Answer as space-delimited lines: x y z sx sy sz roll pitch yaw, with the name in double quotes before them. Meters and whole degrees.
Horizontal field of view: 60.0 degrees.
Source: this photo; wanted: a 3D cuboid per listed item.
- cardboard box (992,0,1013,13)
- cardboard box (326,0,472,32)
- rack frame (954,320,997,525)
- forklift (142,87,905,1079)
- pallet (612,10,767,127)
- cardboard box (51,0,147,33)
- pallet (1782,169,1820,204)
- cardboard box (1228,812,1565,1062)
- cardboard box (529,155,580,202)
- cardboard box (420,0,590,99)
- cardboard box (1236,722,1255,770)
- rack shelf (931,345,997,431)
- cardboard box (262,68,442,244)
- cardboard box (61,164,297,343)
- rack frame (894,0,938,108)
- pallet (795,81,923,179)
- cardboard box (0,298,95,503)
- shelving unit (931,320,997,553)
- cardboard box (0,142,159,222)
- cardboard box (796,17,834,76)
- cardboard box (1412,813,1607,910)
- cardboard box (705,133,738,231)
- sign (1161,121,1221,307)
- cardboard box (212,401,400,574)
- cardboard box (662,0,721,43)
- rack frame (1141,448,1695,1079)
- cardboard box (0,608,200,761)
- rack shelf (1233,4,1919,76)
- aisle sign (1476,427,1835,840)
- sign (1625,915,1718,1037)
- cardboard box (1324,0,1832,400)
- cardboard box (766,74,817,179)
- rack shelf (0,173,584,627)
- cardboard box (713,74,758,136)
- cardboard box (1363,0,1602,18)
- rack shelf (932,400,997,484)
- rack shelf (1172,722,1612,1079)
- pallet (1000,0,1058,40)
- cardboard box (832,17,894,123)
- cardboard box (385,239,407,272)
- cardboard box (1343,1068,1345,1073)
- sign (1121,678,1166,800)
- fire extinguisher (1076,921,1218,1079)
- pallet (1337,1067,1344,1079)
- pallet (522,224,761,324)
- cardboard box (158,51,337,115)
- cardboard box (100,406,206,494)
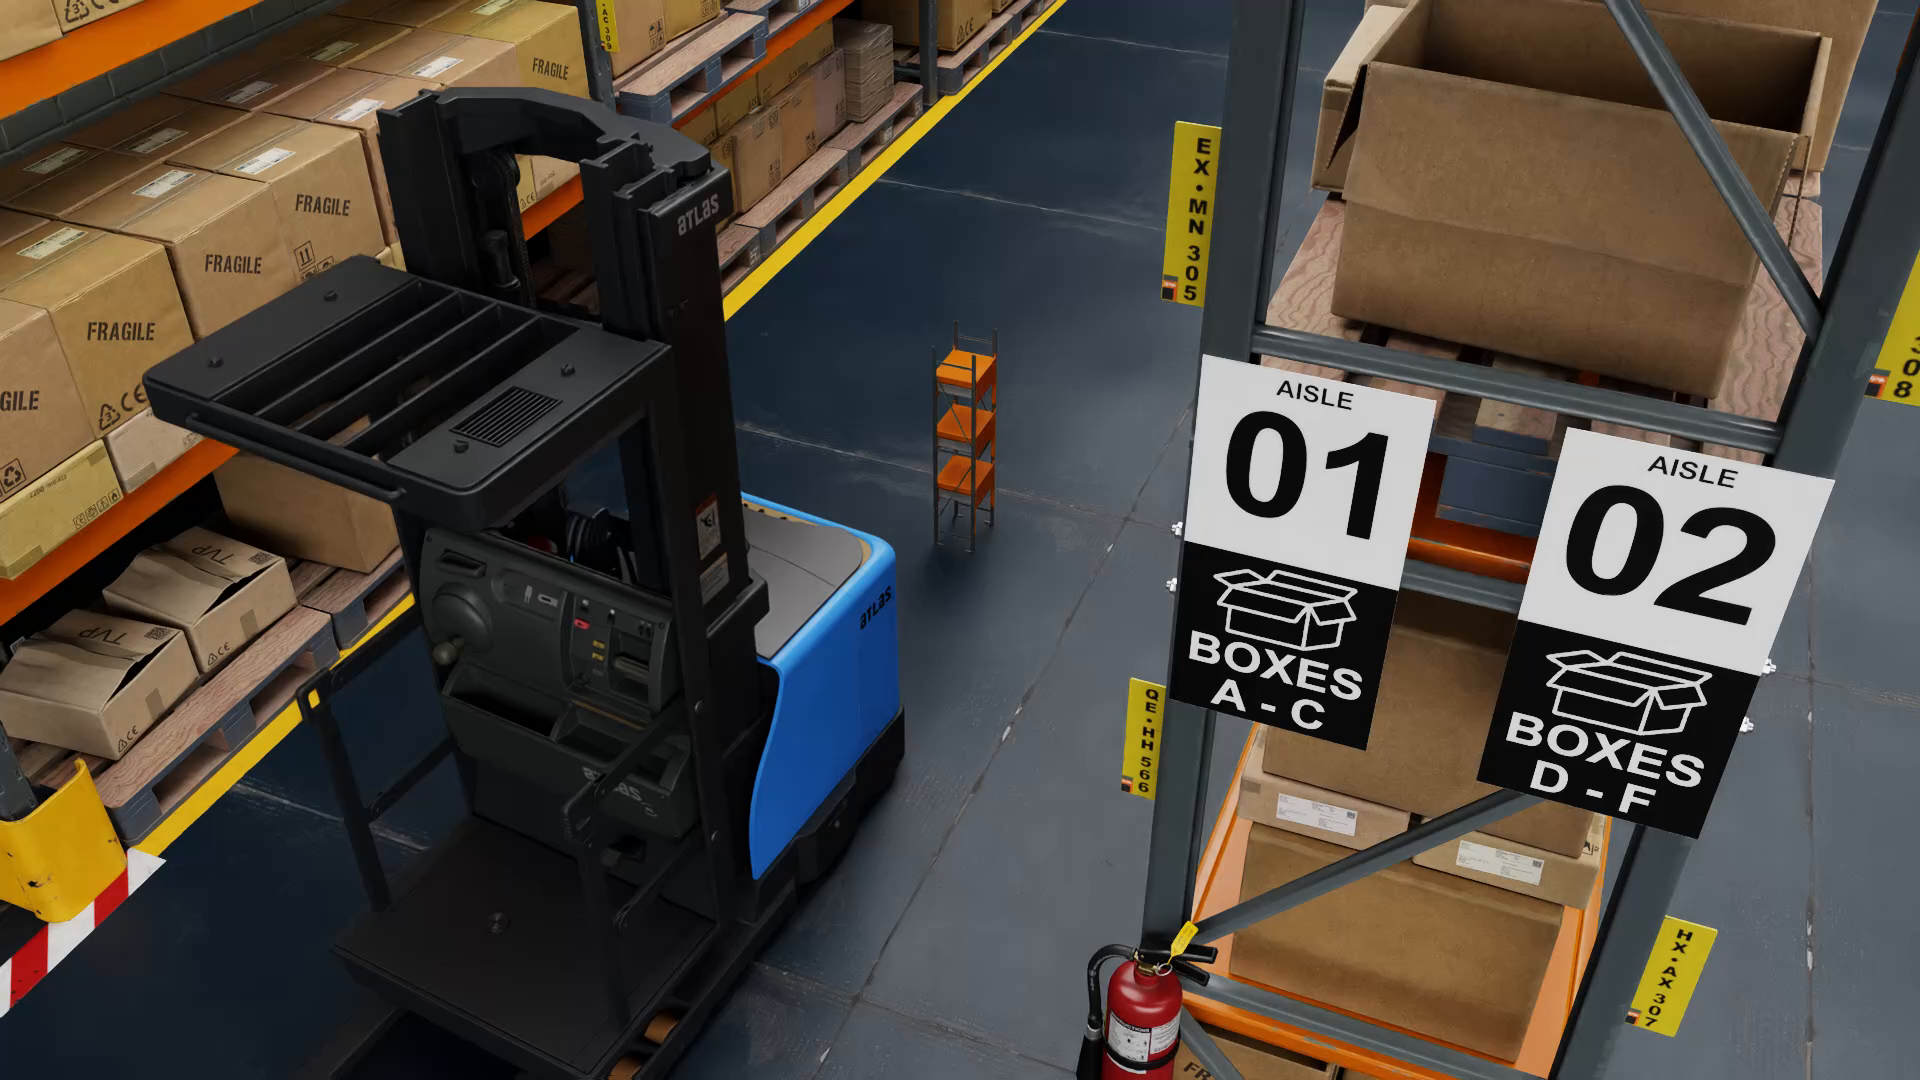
"cardboard box" 0.096 -4.608 12.854 0.750 0.750 0.750 14 39 18
"cardboard box" -2.539 -2.261 7.752 0.500 0.500 0.500 13 39 17
"rack frame" 0.067 -0.518 7.566 0.200 1.050 0.008 14 39 18
"forklift" -1.359 0.331 4.859 1.130 2.935 3.031 18 40 22
"pallet" -1.741 -2.538 8.801 1.003 0.211 1.213 14 39 18
"cardboard box" -2.899 -1.966 5.269 0.500 0.500 0.500 16 40 20
"pallet" 1.650 -1.114 4.303 1.003 0.211 1.213 14 39 18
"cardboard box" 1.083 0.820 4.064 0.700 0.500 0.500 14 39 18
"cardboard box" -2.067 -1.842 7.817 0.500 0.250 0.500 14 39 18
"cardboard box" -2.061 -2.141 7.592 0.500 0.500 0.500 14 39 18
"cardboard box" 1.190 0.827 5.458 0.500 0.500 0.500 14 39 18
"rack shelf" 0.020 -0.669 7.312 0.215 0.259 0.240 14 39 18
"cardboard box" -2.447 -1.587 6.850 0.500 0.500 0.500 13 39 16
"cardboard box" -2.829 -1.011 6.079 0.500 0.500 0.500 13 39 16
"rack frame" -0.645 -4.440 11.185 1.000 3.000 0.127 14 39 18
"pallet" -0.943 -2.891 11.441 1.003 0.211 1.213 14 39 18
"cardboard box" -3.229 -0.455 5.335 0.500 0.500 0.500 14 39 18
"shelving unit" 0.020 -0.450 7.475 0.215 1.050 0.252 14 39 18
"cardboard box" -3.312 -1.132 6.241 0.500 0.500 0.500 13 39 17
"cardboard box" -1.145 -3.203 10.624 0.500 0.250 0.500 15 39 19
"cardboard box" 1.242 0.648 3.753 0.380 0.149 0.250 14 39 17
"cardboard box" -1.752 -2.109 9.787 0.700 0.500 0.500 13 39 17
"sign" 0.397 -0.540 2.788 0.100 0.325 0.005 14 39 18
"cardboard box" -2.800 -0.259 7.311 0.700 0.500 0.500 11 38 15
"cardboard box" -1.722 -3.023 8.838 0.700 0.500 0.500 18 40 22
"rack frame" 0.894 1.116 3.752 1.000 3.000 0.127 14 39 18
"cardboard box" -3.342 0.528 6.417 0.500 0.311 0.500 10 38 13
"rack shelf" 1.655 -1.946 3.772 1.077 0.370 4.000 14 39 18
"aisle sign" 1.152 0.181 2.831 0.394 0.787 0.004 14 39 18
"sign" 1.405 0.867 3.295 0.100 0.325 0.005 14 39 18
"cardboard box" 1.116 -0.669 3.080 0.797 0.503 0.637 17 40 21
"cardboard box" -1.337 -2.664 10.529 0.700 0.500 0.500 14 39 18
"rack shelf" -2.928 -0.830 6.956 1.077 0.370 4.000 14 39 18
"cardboard box" -1.543 -2.645 9.878 0.500 0.250 0.500 13 39 16
"cardboard box" 1.300 -1.280 4.058 0.500 0.311 0.500 19 41 23
"rack shelf" 0.020 -0.442 7.482 0.215 0.259 0.240 14 39 18
"rack shelf" 1.655 0.297 5.449 1.077 0.370 4.000 14 39 18
"pallet" 0.191 -4.415 13.481 1.003 0.211 1.213 14 39 18
"cardboard box" -0.870 -3.204 11.252 0.700 0.500 0.500 14 39 18
"cardboard box" -2.441 -1.286 7.074 0.500 0.250 0.500 14 39 17
"cardboard box" 1.490 1.525 5.150 0.500 0.250 0.500 14 39 18
"sign" 0.397 0.426 3.510 0.100 0.325 0.005 14 39 18
"fire extinguisher" 0.419 1.106 3.829 0.296 0.674 0.183 14 39 18
"pallet" 1.146 1.800 5.166 1.003 0.211 1.213 14 39 18
"pallet" -1.872 -1.540 9.634 1.003 0.211 1.213 14 39 18
"cardboard box" -2.934 -1.701 7.002 0.500 0.500 0.500 15 39 19
"cardboard box" -3.025 -0.447 5.951 0.500 0.250 0.500 13 39 16
